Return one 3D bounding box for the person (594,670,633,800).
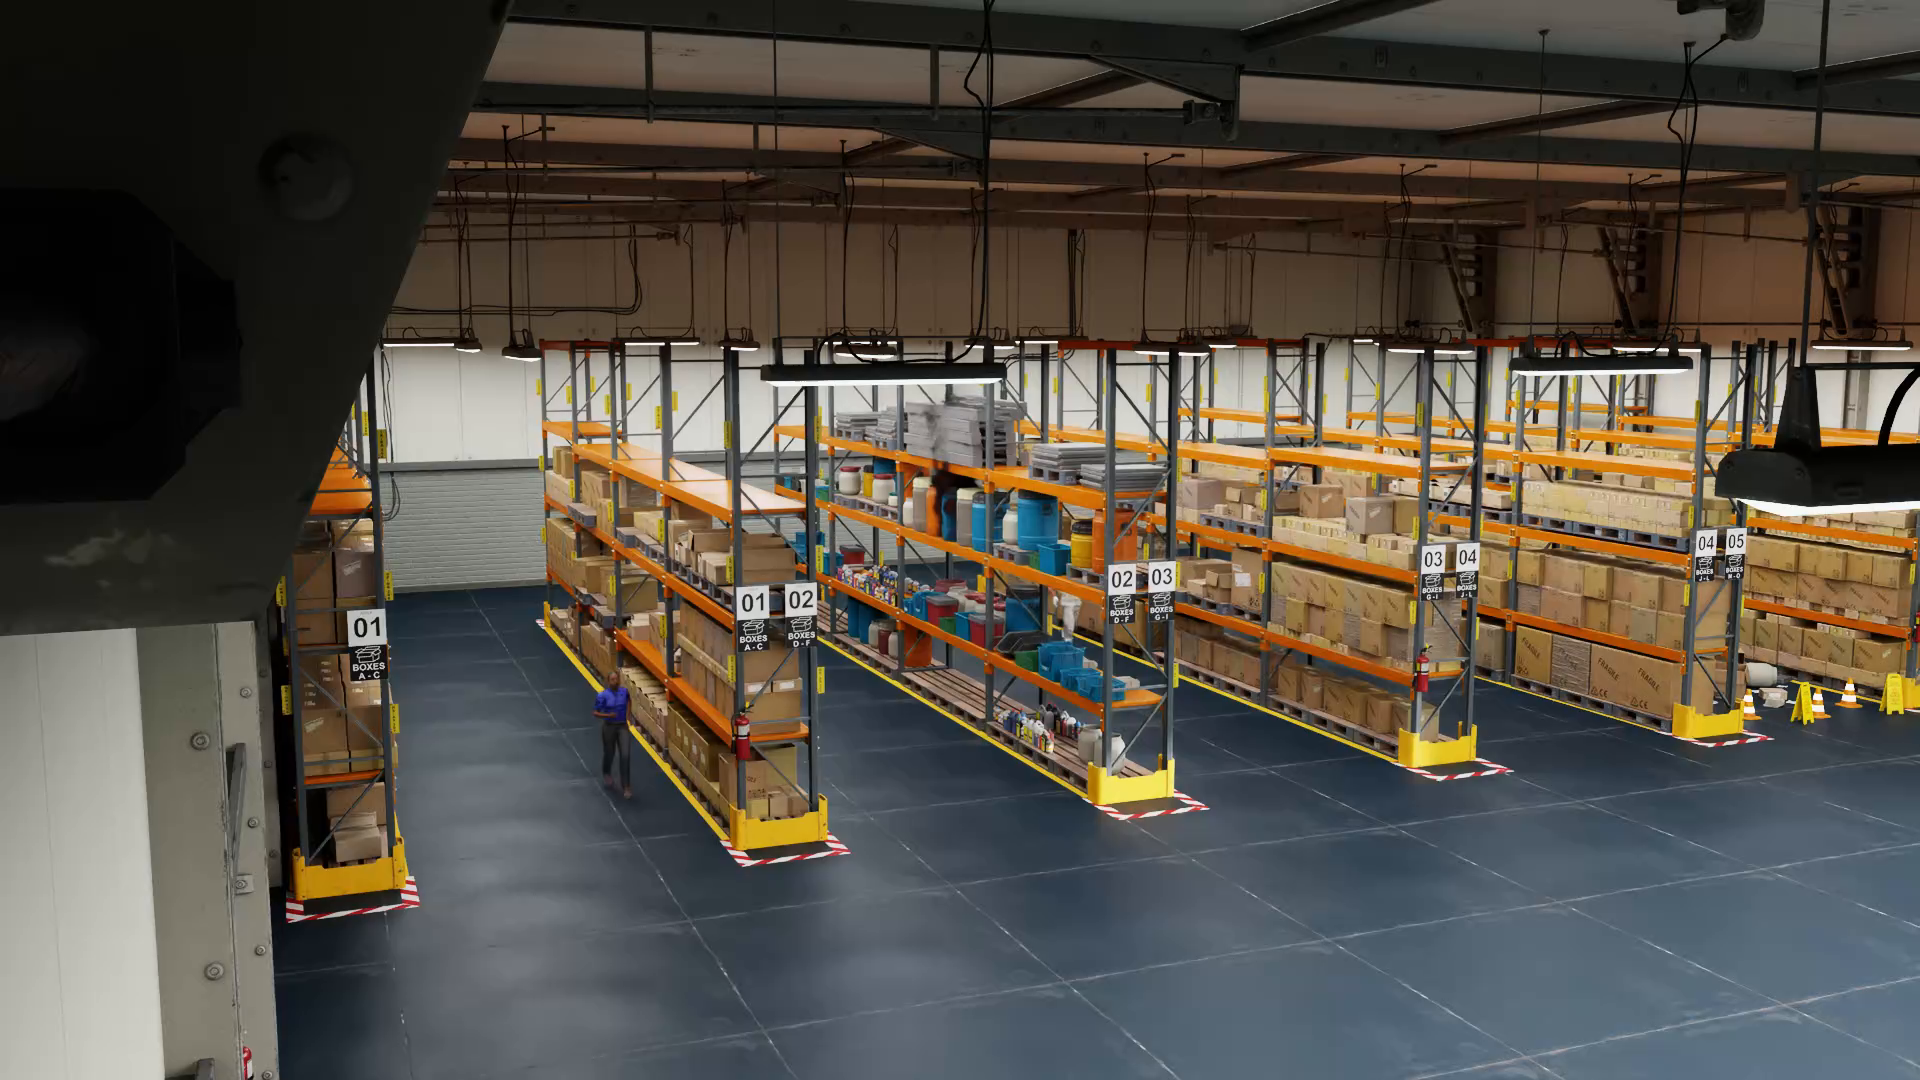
[{"bbox_3d":[-4.657,2.586,22.427,0.574,1.680,0.883,-4,8,-26],"label":"person"}]

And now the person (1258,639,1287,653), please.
[{"bbox_3d":[5.915,1.376,31.384,0.658,1.837,0.798,-3,8,-24],"label":"person"}]

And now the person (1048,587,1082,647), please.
[{"bbox_3d":[2.004,1.263,30.013,0.646,1.892,0.758,-5,9,-36],"label":"person"}]

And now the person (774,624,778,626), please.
[{"bbox_3d":[-3.557,1.476,29.886,0.653,1.724,0.866,-5,9,-34],"label":"person"}]
